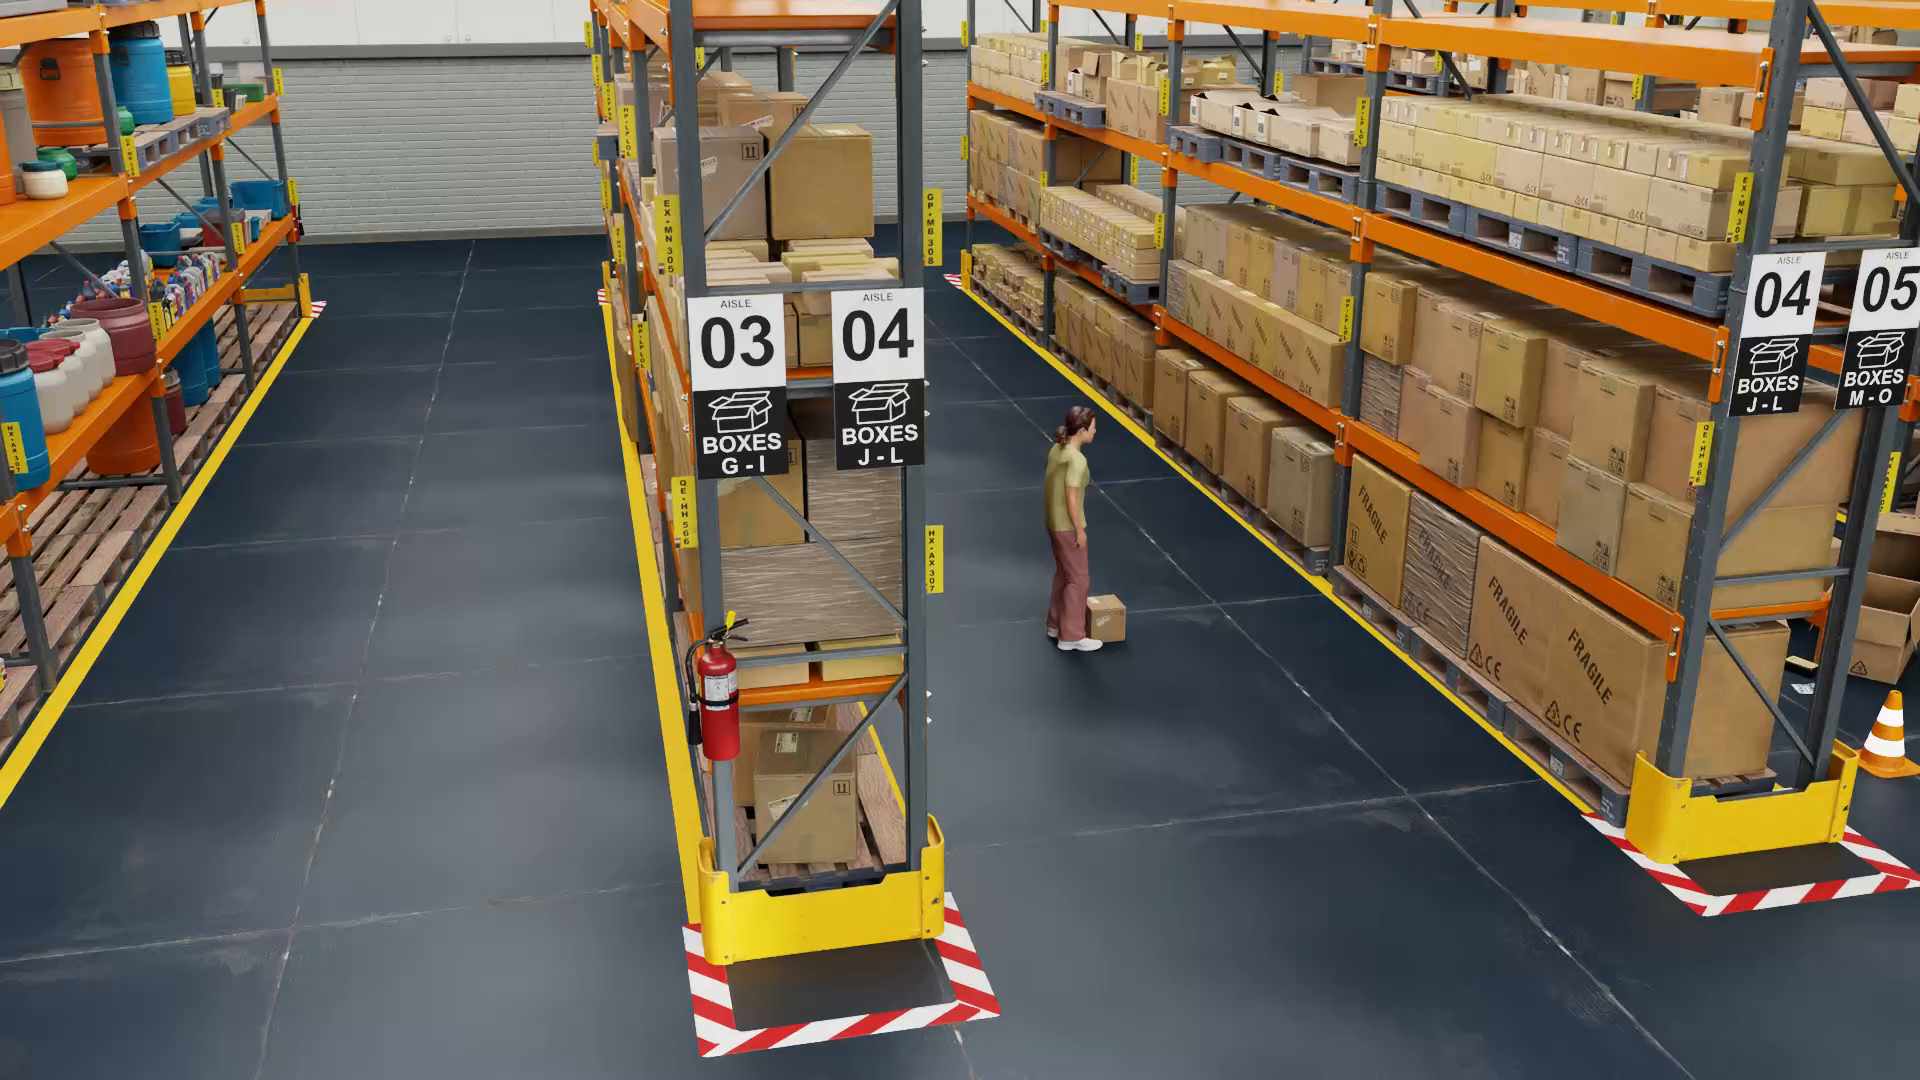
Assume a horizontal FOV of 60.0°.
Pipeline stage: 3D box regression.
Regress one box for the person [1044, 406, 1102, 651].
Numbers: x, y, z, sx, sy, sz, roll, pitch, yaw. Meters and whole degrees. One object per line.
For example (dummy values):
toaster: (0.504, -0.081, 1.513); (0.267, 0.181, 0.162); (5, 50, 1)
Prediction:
person: (0.758, -0.093, 11.334); (0.360, 1.672, 0.496); (-5, 20, -13)
